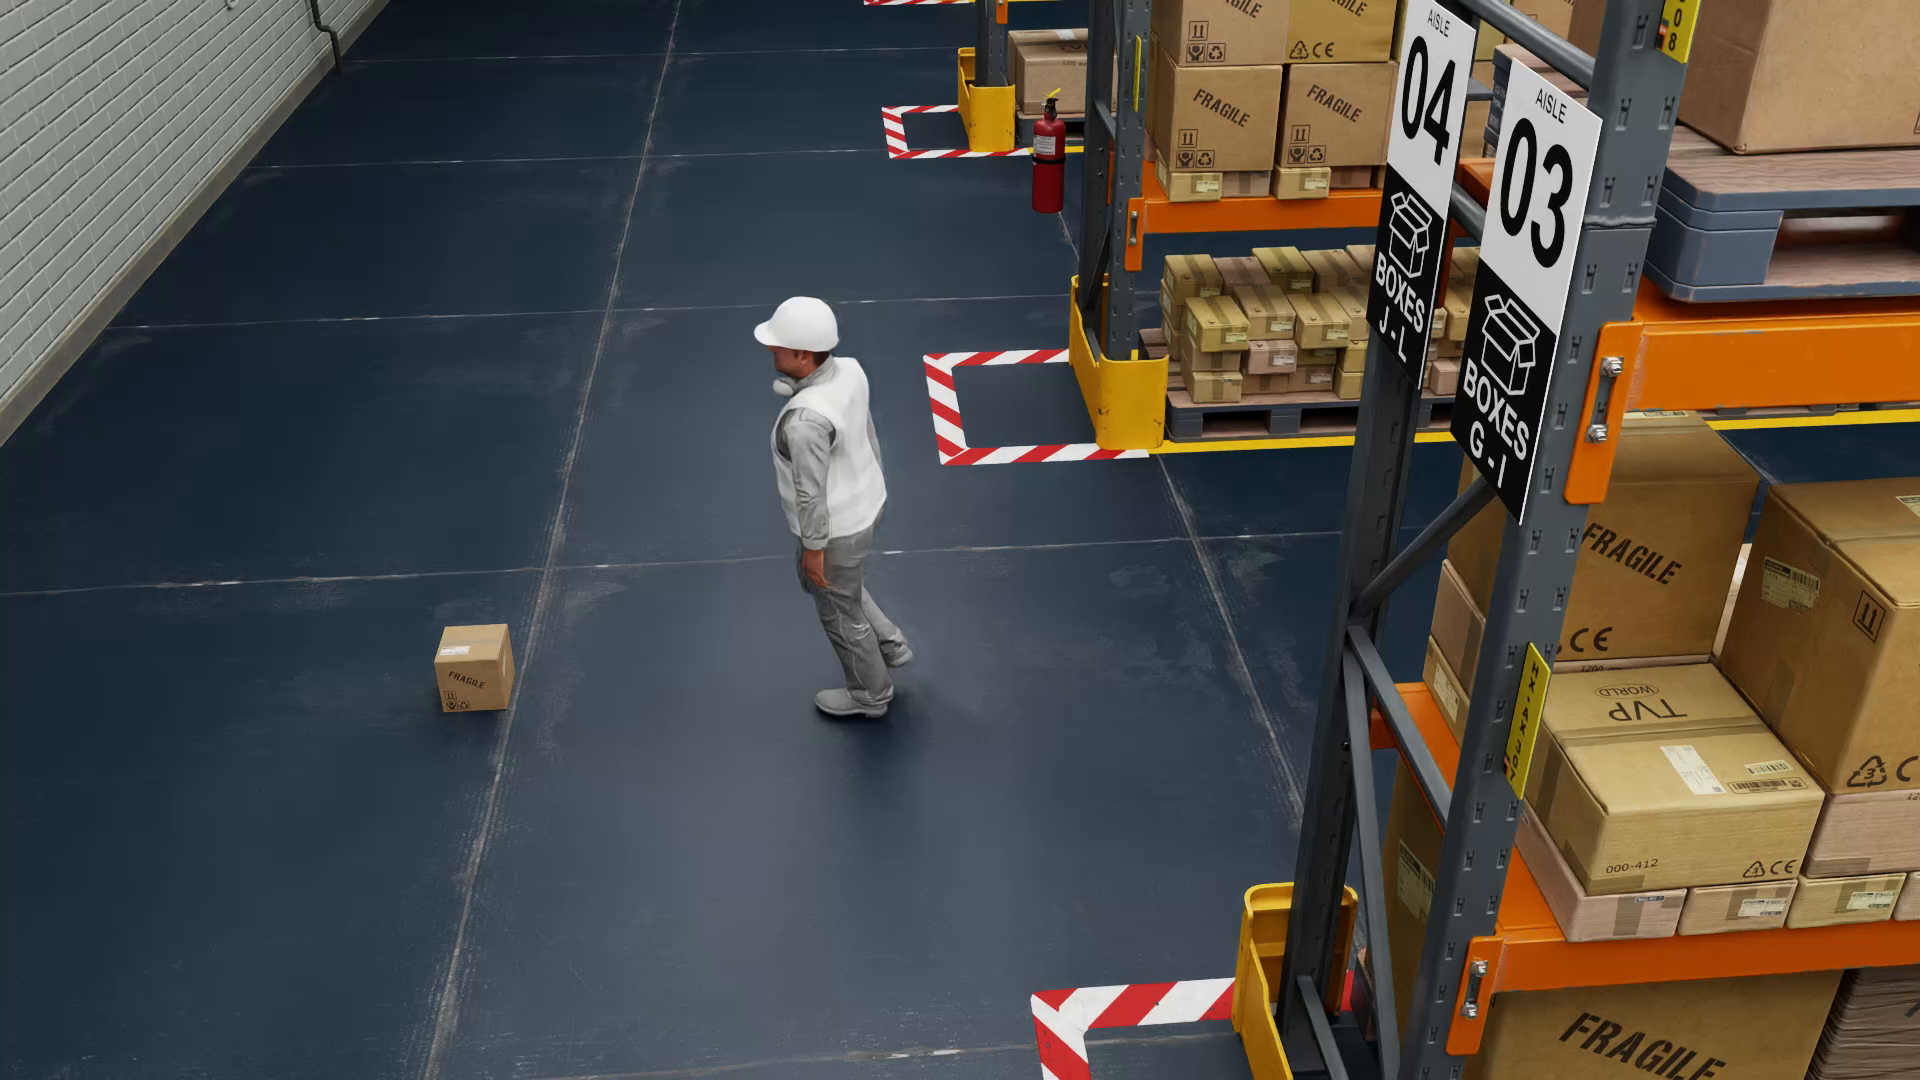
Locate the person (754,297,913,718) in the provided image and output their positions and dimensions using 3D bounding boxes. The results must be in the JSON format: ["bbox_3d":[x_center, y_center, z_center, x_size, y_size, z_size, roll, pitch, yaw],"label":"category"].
[{"bbox_3d":[-0.462,-0.091,6.236,0.504,1.764,0.575,7,32,12],"label":"person"}]
